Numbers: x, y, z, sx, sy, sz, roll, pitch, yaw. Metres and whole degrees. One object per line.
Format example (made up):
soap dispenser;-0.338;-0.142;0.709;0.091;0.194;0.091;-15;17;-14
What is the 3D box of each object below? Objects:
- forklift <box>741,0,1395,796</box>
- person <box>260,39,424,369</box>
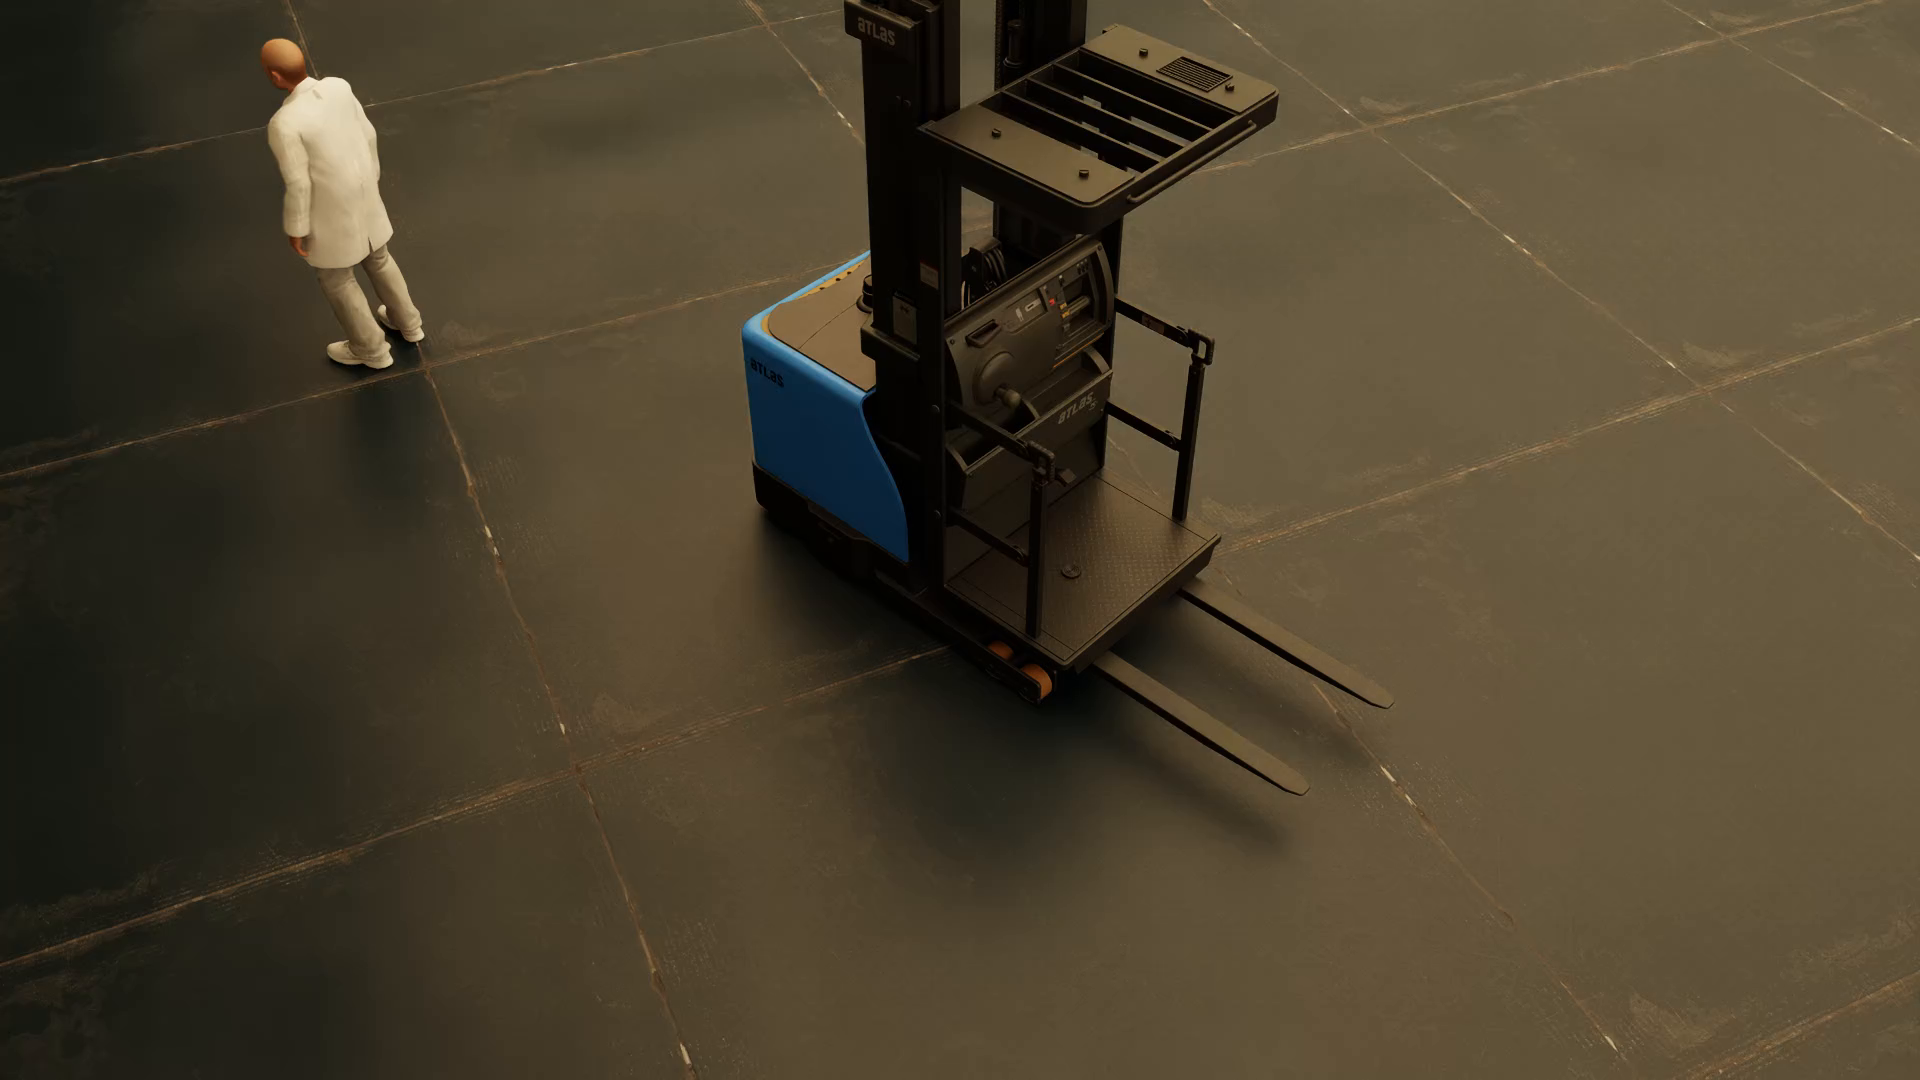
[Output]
forklift;0.445;-0.788;6.525;3.031;2.935;1.130;32;52;30
person;-3.119;-1.667;8.314;0.425;1.775;0.655;18;46;18
